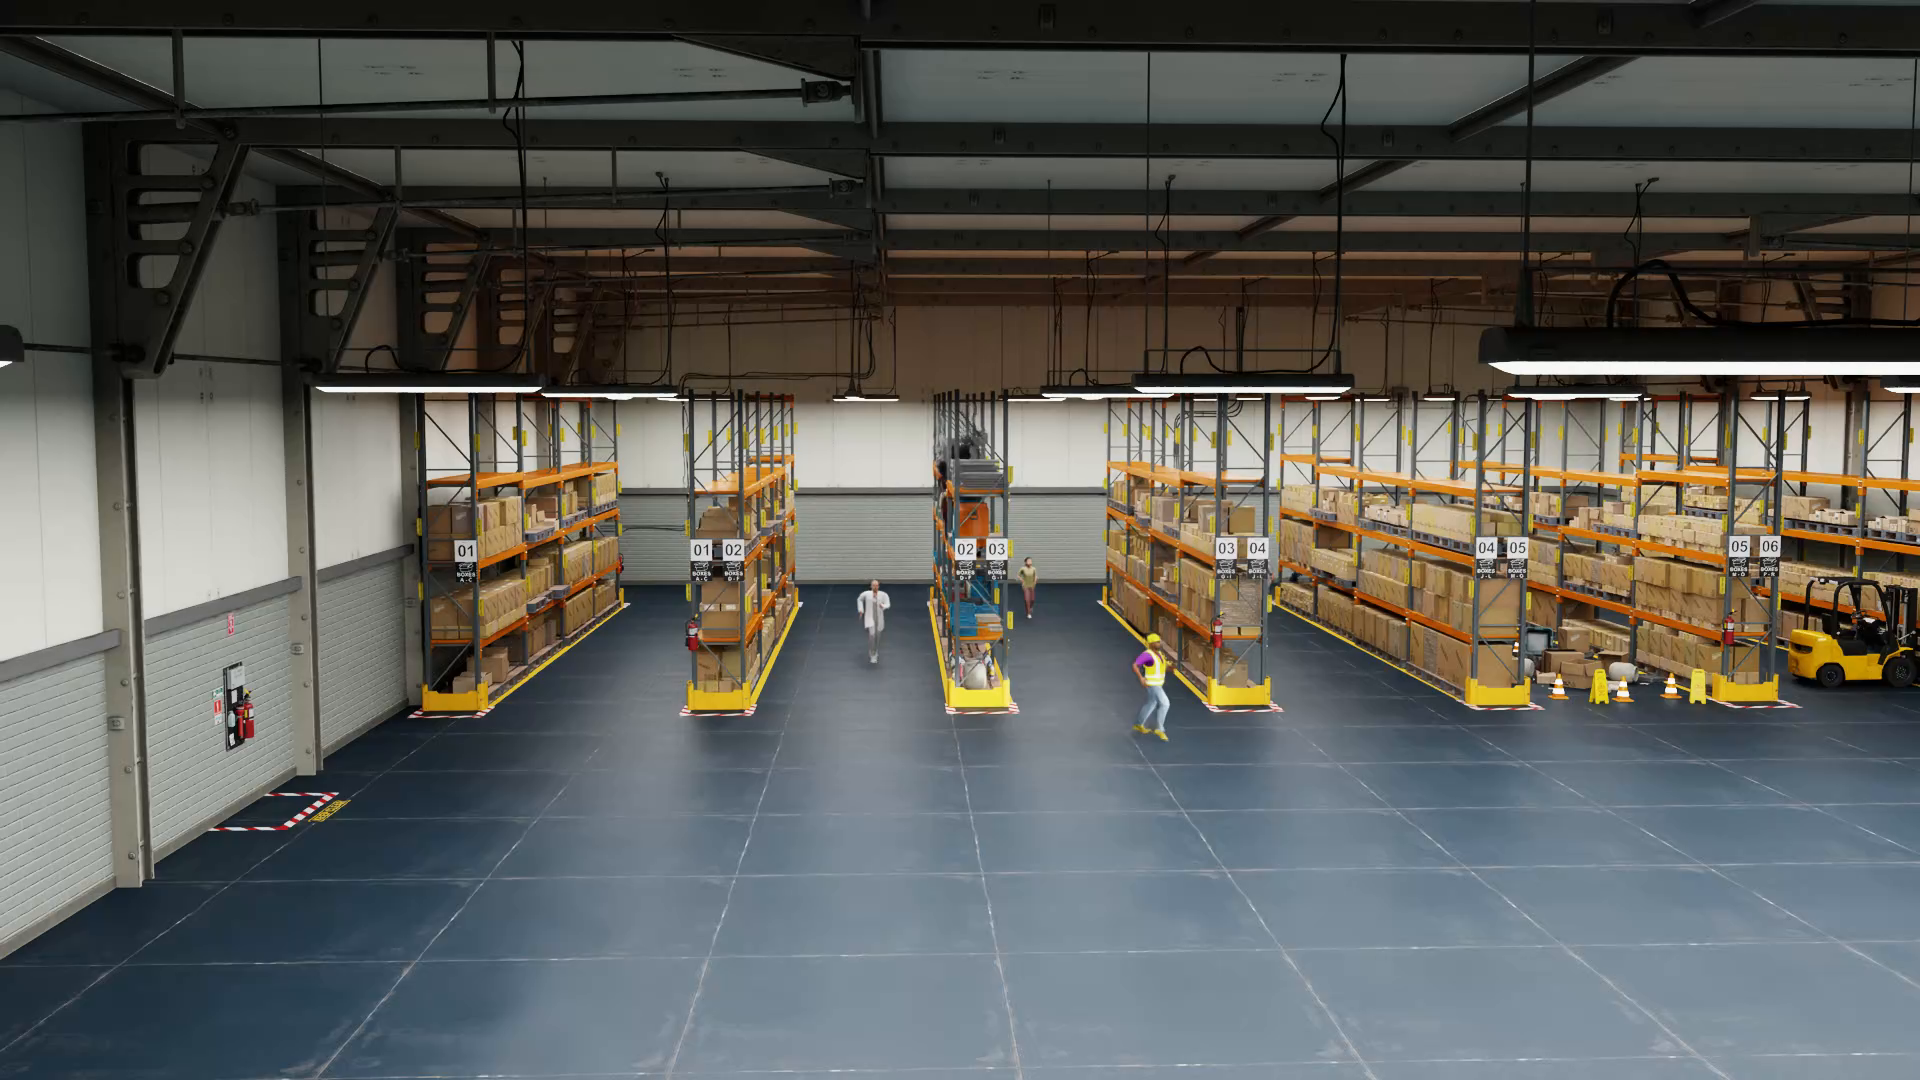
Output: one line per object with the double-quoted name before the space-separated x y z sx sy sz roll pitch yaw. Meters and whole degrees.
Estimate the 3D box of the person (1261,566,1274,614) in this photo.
"person" 7.990 1.265 44.020 0.650 1.768 0.722 1 5 9

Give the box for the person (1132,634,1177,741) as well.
"person" 3.329 2.518 28.514 0.765 1.829 0.669 2 5 22

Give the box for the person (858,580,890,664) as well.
"person" -1.905 1.809 37.098 0.666 1.847 0.937 -1 5 -15

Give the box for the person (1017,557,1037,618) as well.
"person" 1.806 1.272 44.678 0.558 1.644 0.583 -1 5 -12

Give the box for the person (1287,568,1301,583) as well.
"person" 9.878 0.969 48.951 0.478 1.542 0.550 0 5 0
